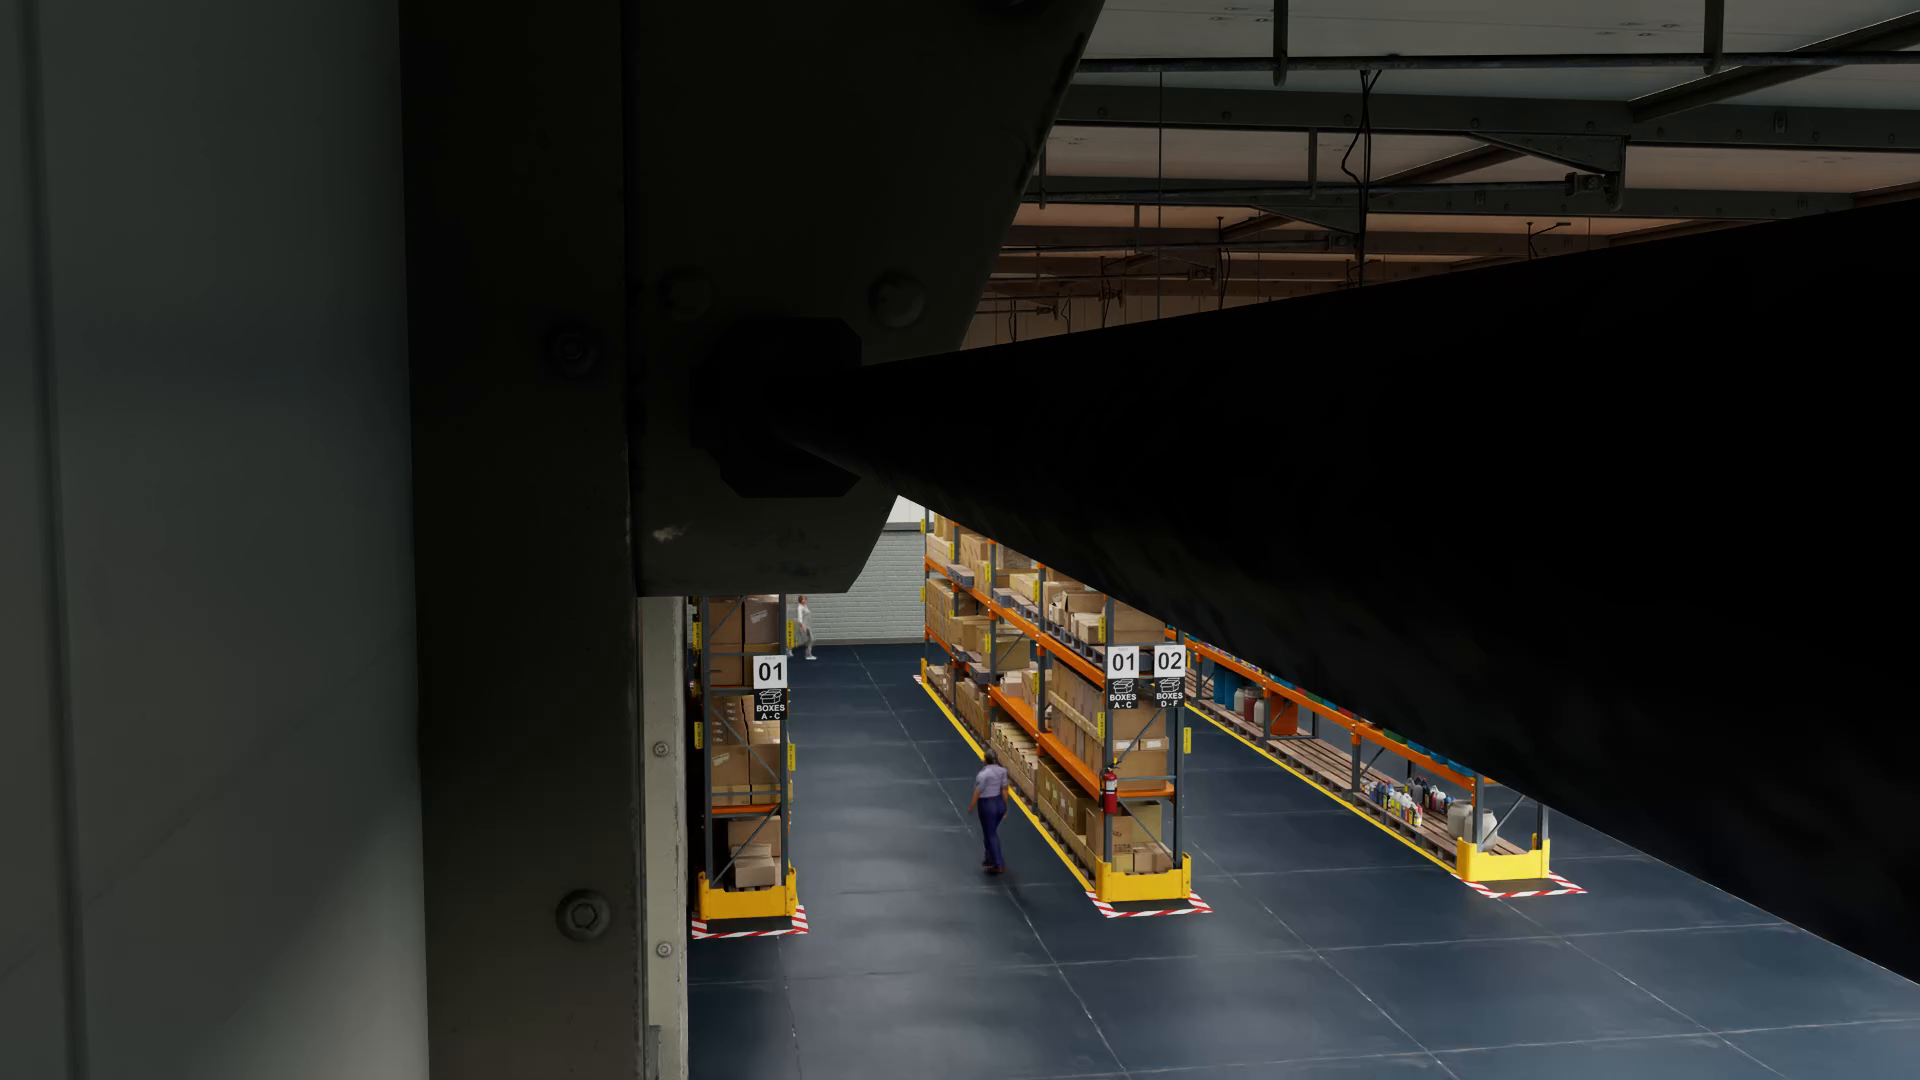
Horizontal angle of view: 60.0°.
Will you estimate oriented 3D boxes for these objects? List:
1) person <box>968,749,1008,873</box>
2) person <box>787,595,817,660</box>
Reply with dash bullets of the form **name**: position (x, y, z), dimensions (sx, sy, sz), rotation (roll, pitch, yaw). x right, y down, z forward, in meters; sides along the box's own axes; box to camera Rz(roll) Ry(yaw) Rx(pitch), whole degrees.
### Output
- **person**: position (0.383, 3.600, 22.045), dimensions (0.596, 1.708, 0.526), rotation (4, 7, 40)
- **person**: position (-3.765, 2.120, 39.507), dimensions (0.719, 1.462, 0.444), rotation (1, 5, 6)
